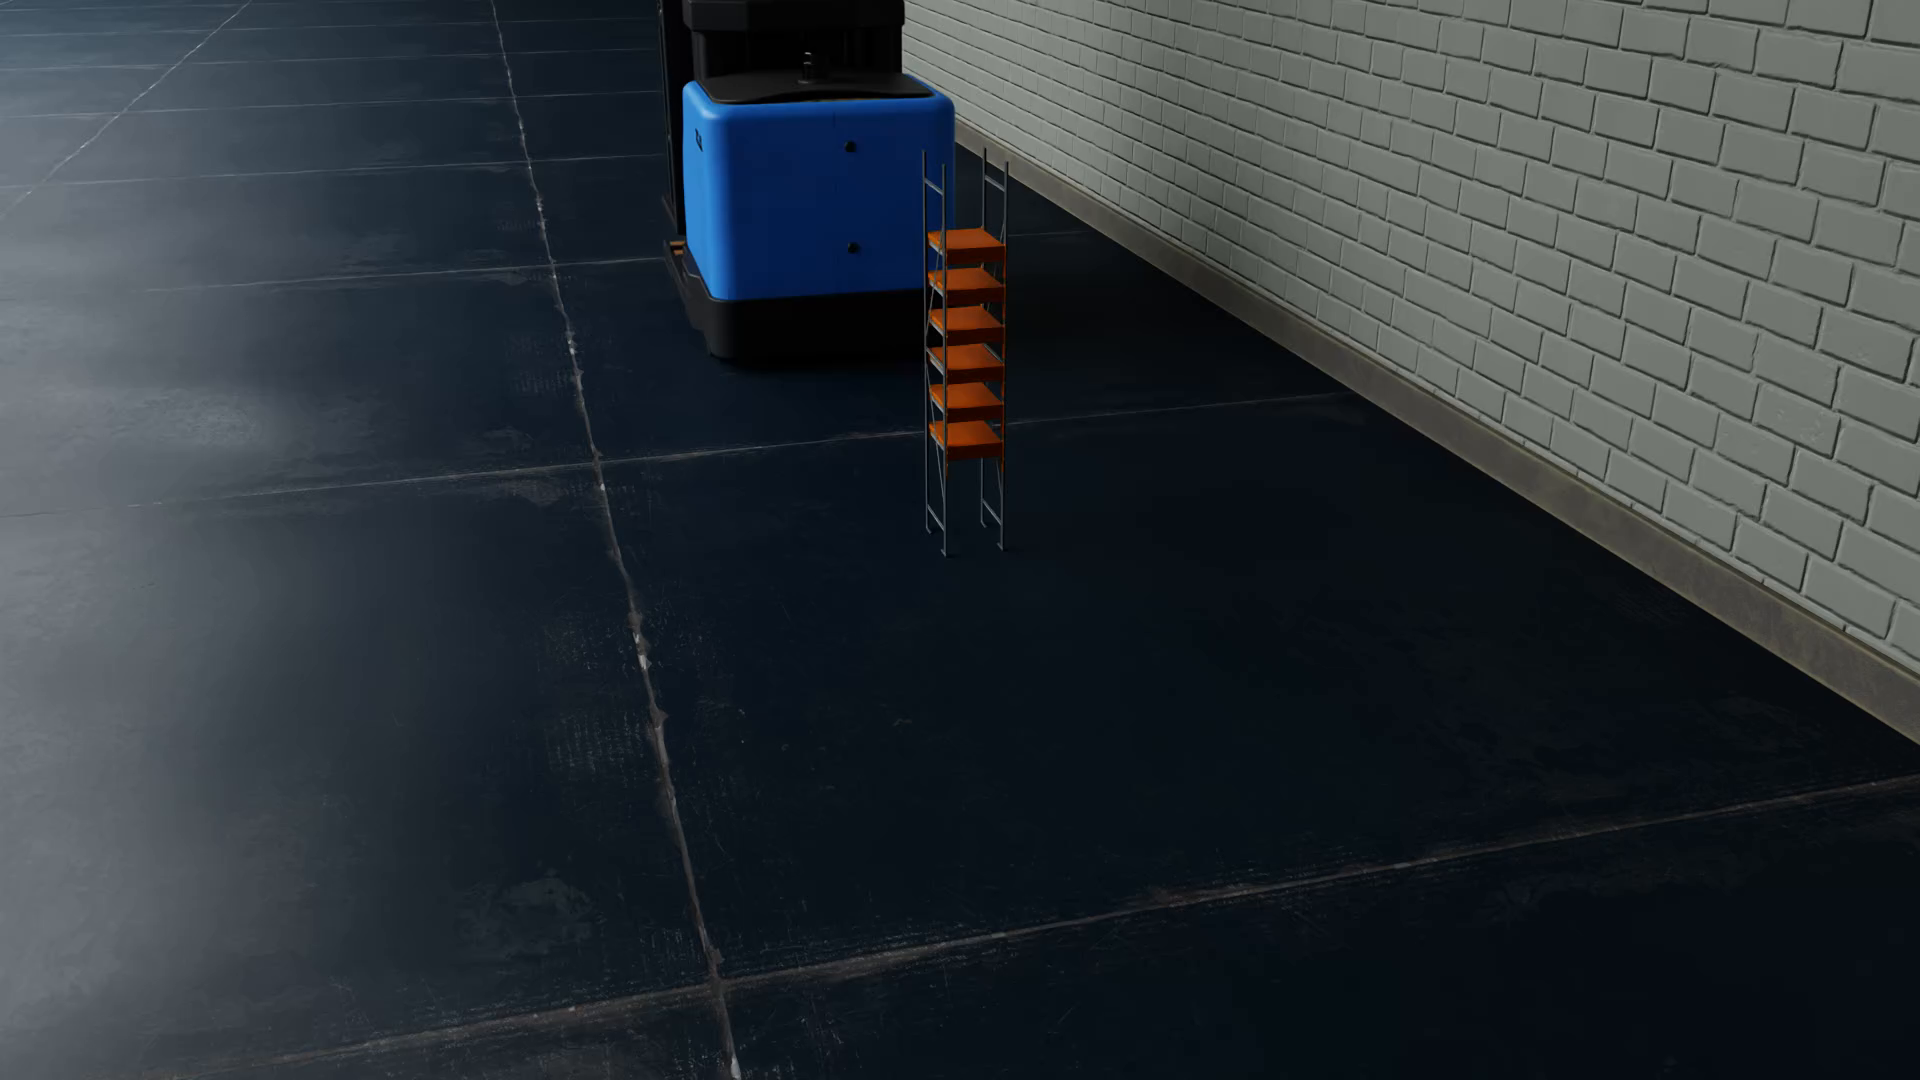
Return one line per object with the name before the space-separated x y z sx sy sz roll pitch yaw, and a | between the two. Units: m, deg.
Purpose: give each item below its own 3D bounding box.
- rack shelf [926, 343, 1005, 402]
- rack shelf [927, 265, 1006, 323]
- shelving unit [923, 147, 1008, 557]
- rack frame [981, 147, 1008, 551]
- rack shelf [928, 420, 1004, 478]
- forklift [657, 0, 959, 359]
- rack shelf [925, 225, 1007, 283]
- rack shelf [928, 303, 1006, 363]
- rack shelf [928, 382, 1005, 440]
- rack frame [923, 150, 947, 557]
rack shelf | 0.014 -0.512 5.035 0.180 0.103 0.258 -6 24 -14
rack shelf | 0.014 -0.733 4.940 0.180 0.103 0.258 -6 24 -14
shelving unit | 0.014 -0.553 5.017 0.189 1.200 0.258 -6 24 -14
rack frame | 0.102 -0.563 5.040 0.006 1.200 0.240 -6 24 -14
rack shelf | 0.014 -0.292 5.129 0.180 0.103 0.258 -6 24 -14
forklift | -0.868 -2.642 7.690 1.130 2.935 3.031 -6 24 -13
rack shelf | 0.014 -0.843 4.893 0.180 0.103 0.258 -6 24 -14
rack shelf | 0.014 -0.622 4.987 0.180 0.103 0.258 -6 24 -14
rack shelf | 0.014 -0.402 5.082 0.180 0.103 0.258 -6 24 -14
rack frame | -0.074 -0.543 4.994 0.006 1.200 0.240 -6 24 -14
